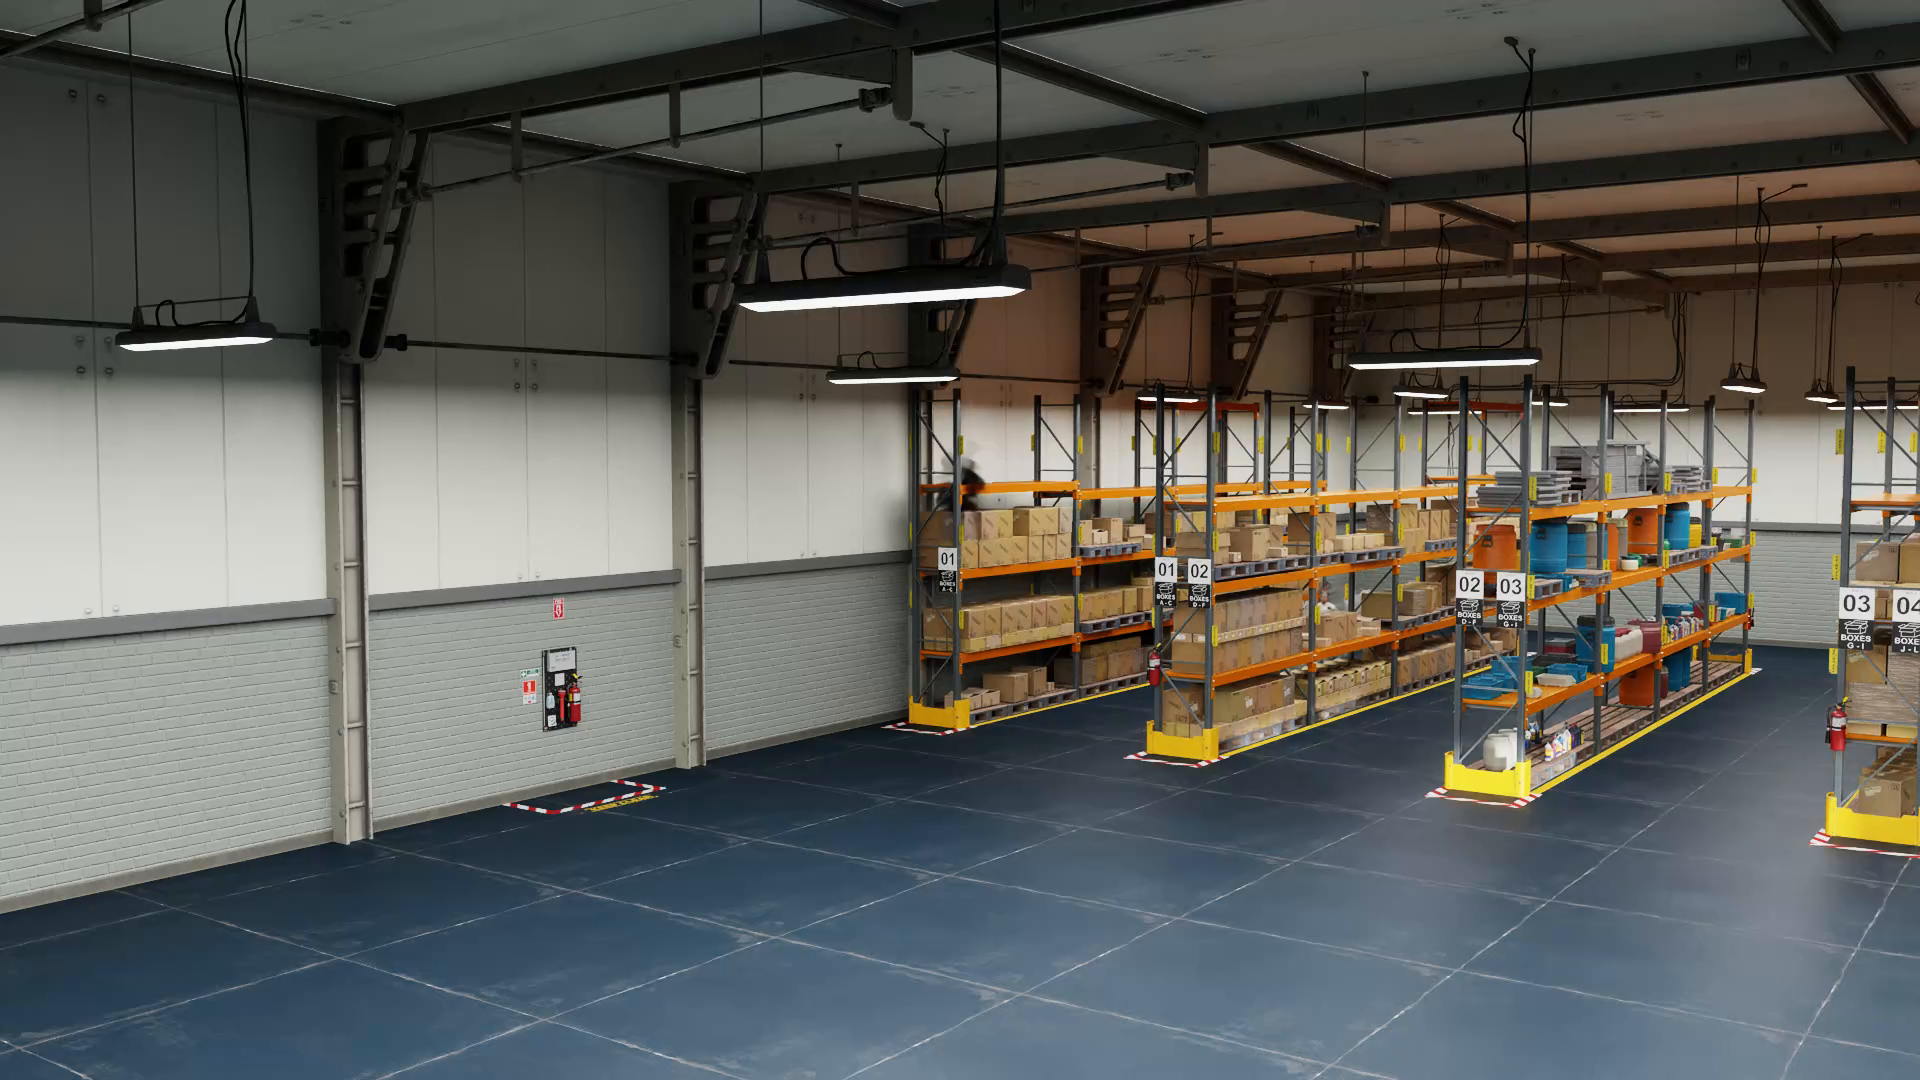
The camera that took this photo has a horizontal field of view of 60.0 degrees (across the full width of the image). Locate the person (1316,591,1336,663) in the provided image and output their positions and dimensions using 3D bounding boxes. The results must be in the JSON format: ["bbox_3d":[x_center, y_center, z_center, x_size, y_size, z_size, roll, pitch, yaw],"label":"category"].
[{"bbox_3d":[8.337,1.994,38.178,0.598,1.662,0.530,2,4,25],"label":"person"}]
